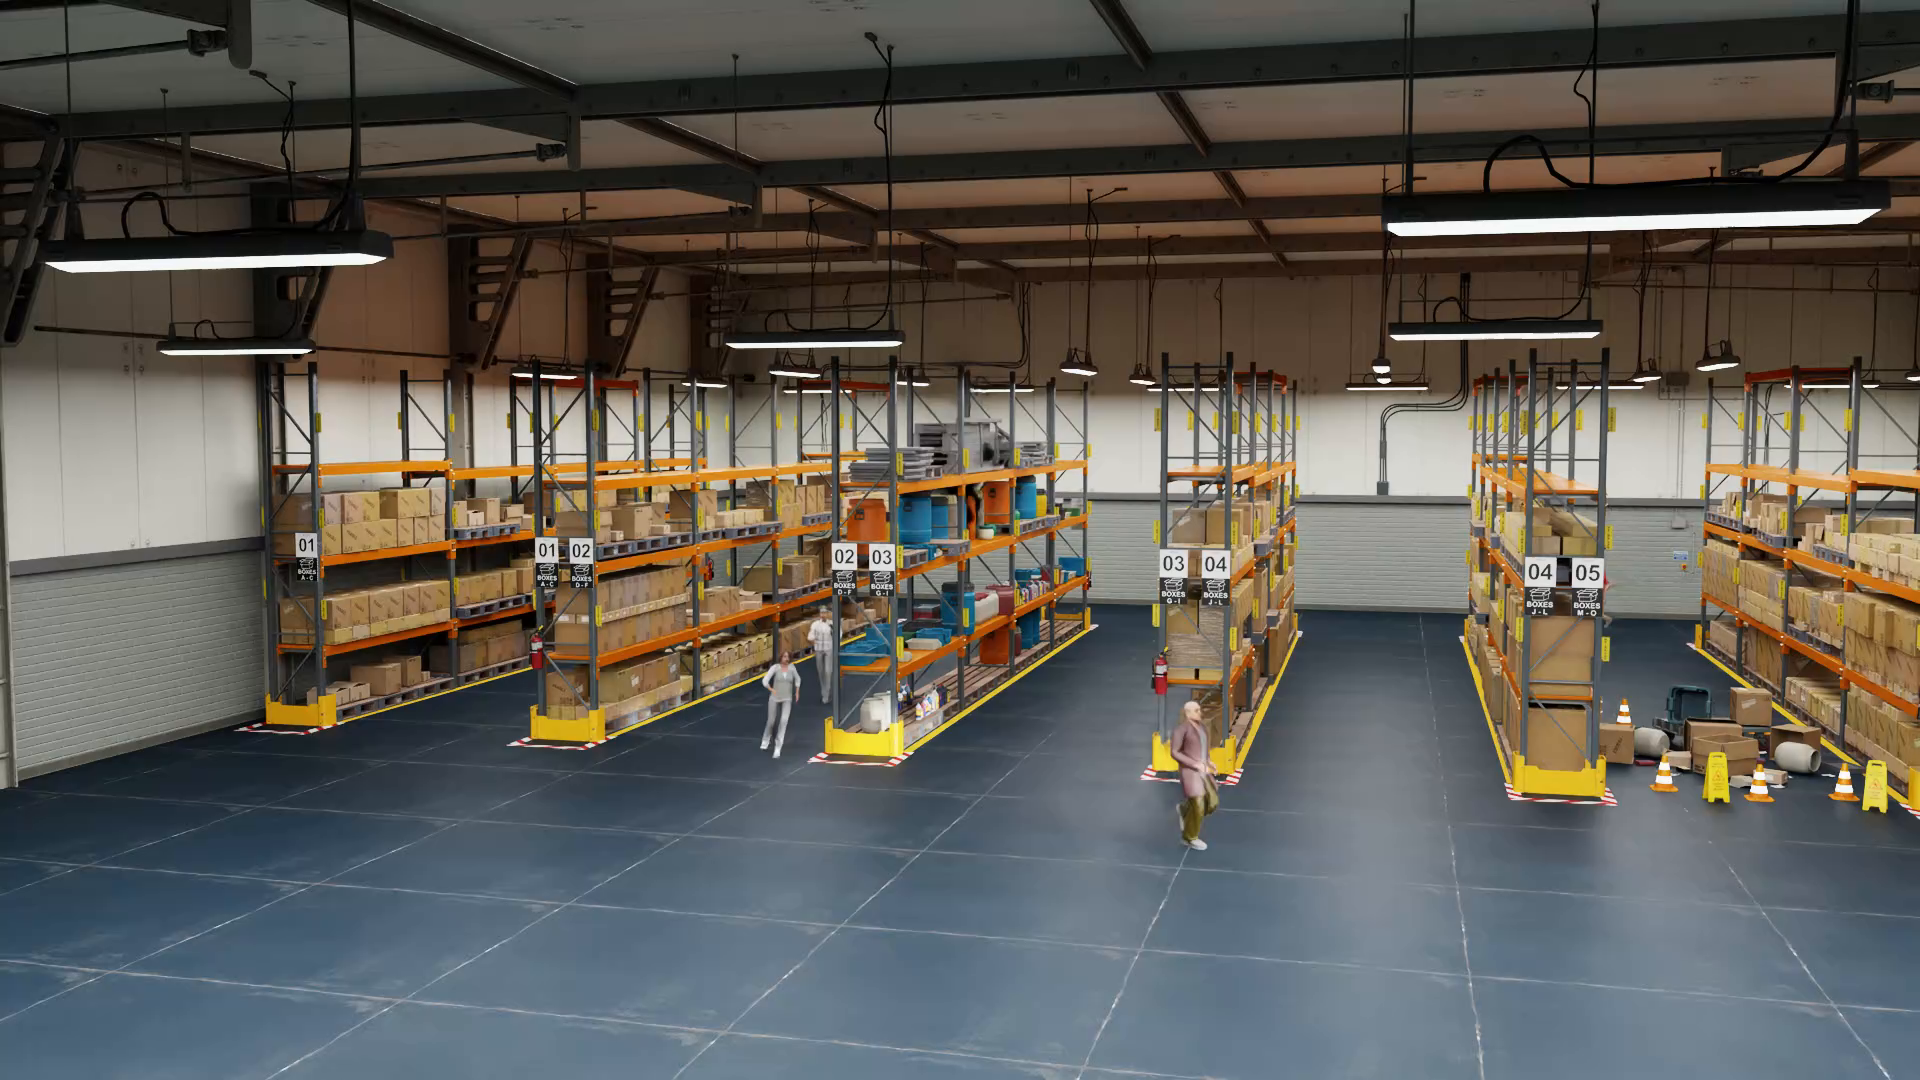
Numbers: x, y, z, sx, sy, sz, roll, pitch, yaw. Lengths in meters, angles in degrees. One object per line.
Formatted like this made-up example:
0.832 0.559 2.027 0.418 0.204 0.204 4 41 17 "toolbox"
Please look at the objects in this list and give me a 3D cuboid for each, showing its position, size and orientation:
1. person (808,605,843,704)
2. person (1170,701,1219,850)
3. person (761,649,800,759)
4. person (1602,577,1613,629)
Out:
-2.442 2.029 29.969 0.600 1.726 0.778 0 4 5 "person"
2.751 2.766 19.604 0.636 1.735 0.711 4 6 44 "person"
-2.700 2.450 25.125 0.608 1.610 0.698 -1 4 -11 "person"
14.964 1.407 39.167 0.917 1.692 0.678 0 4 2 "person"
